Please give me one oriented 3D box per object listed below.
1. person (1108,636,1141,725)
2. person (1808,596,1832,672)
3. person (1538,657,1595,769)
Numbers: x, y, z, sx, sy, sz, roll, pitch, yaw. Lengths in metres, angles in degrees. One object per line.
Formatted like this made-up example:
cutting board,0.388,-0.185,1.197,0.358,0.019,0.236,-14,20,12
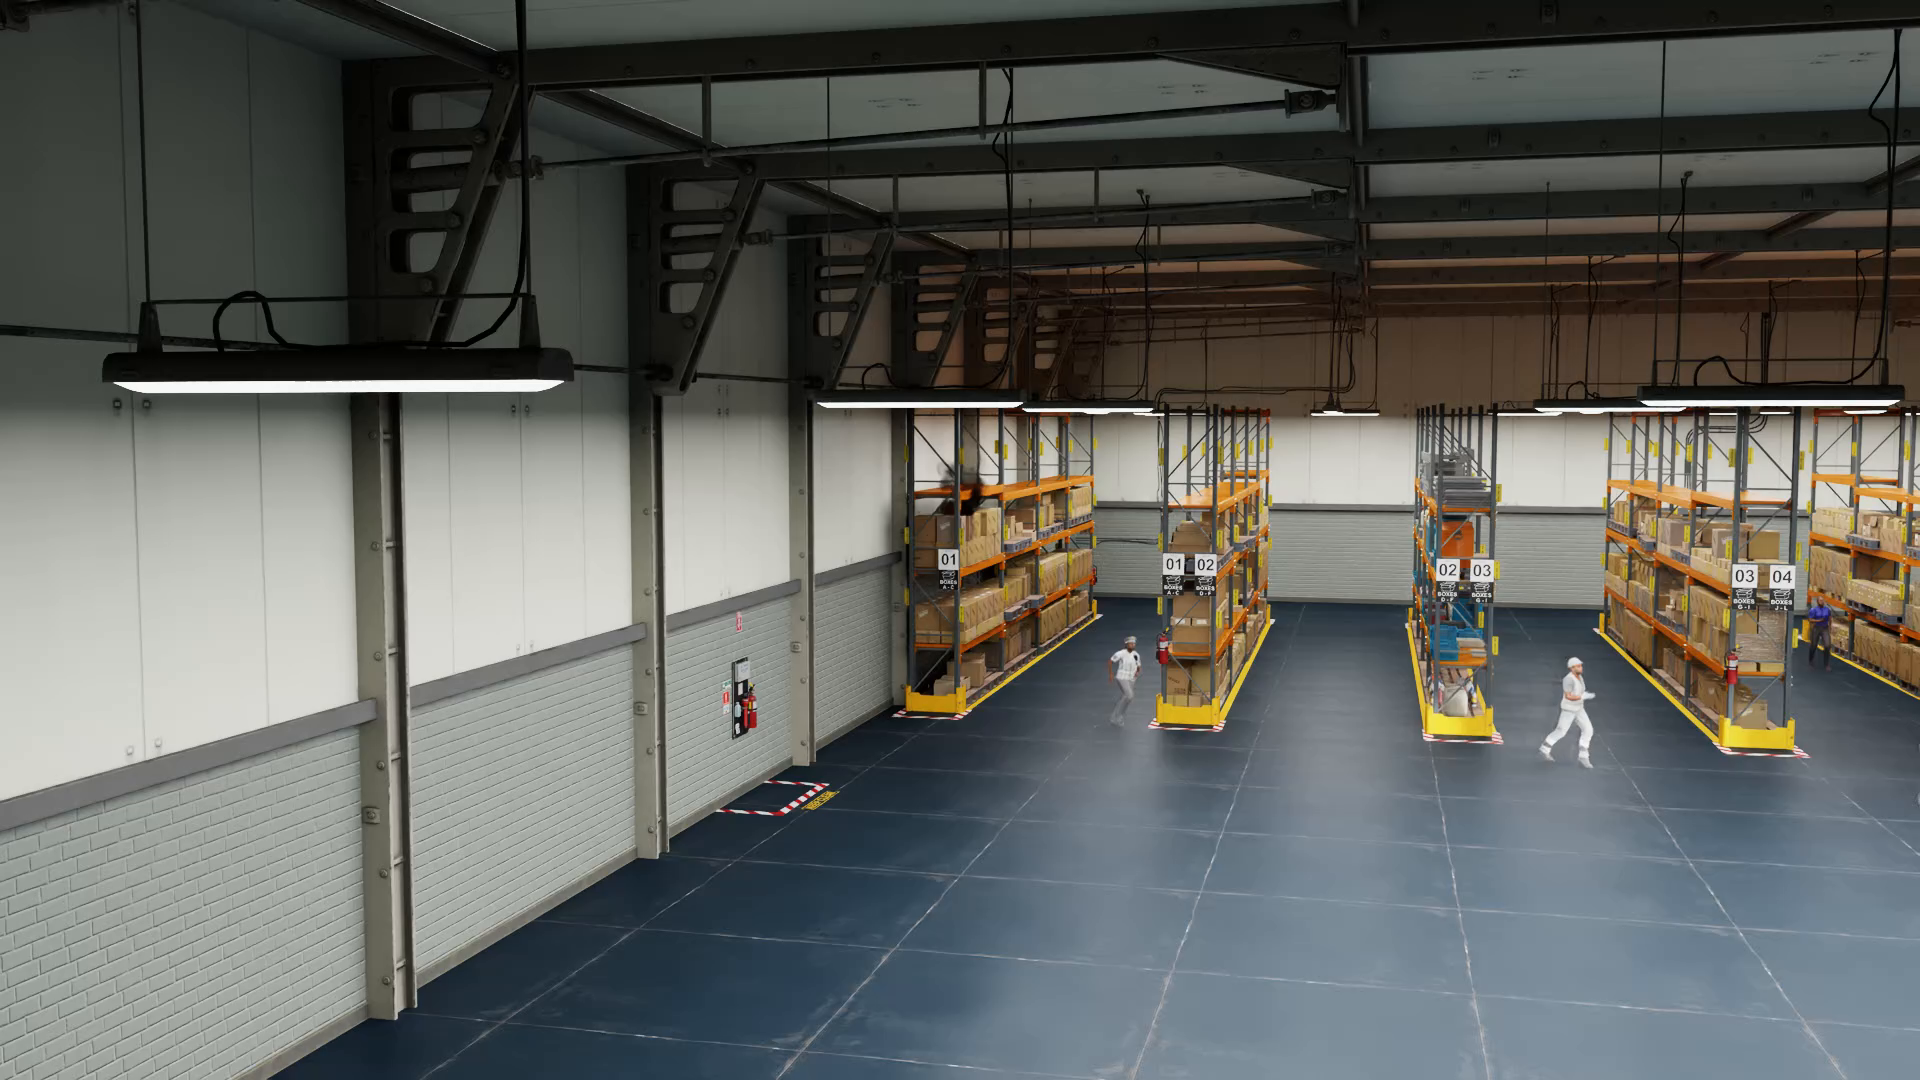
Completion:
person,3.131,2.616,31.050,0.576,1.633,0.636,-2,5,-26
person,19.647,2.141,37.980,0.560,1.709,0.781,1,4,10
person,10.057,2.834,27.418,0.672,1.831,0.926,-4,6,-42
